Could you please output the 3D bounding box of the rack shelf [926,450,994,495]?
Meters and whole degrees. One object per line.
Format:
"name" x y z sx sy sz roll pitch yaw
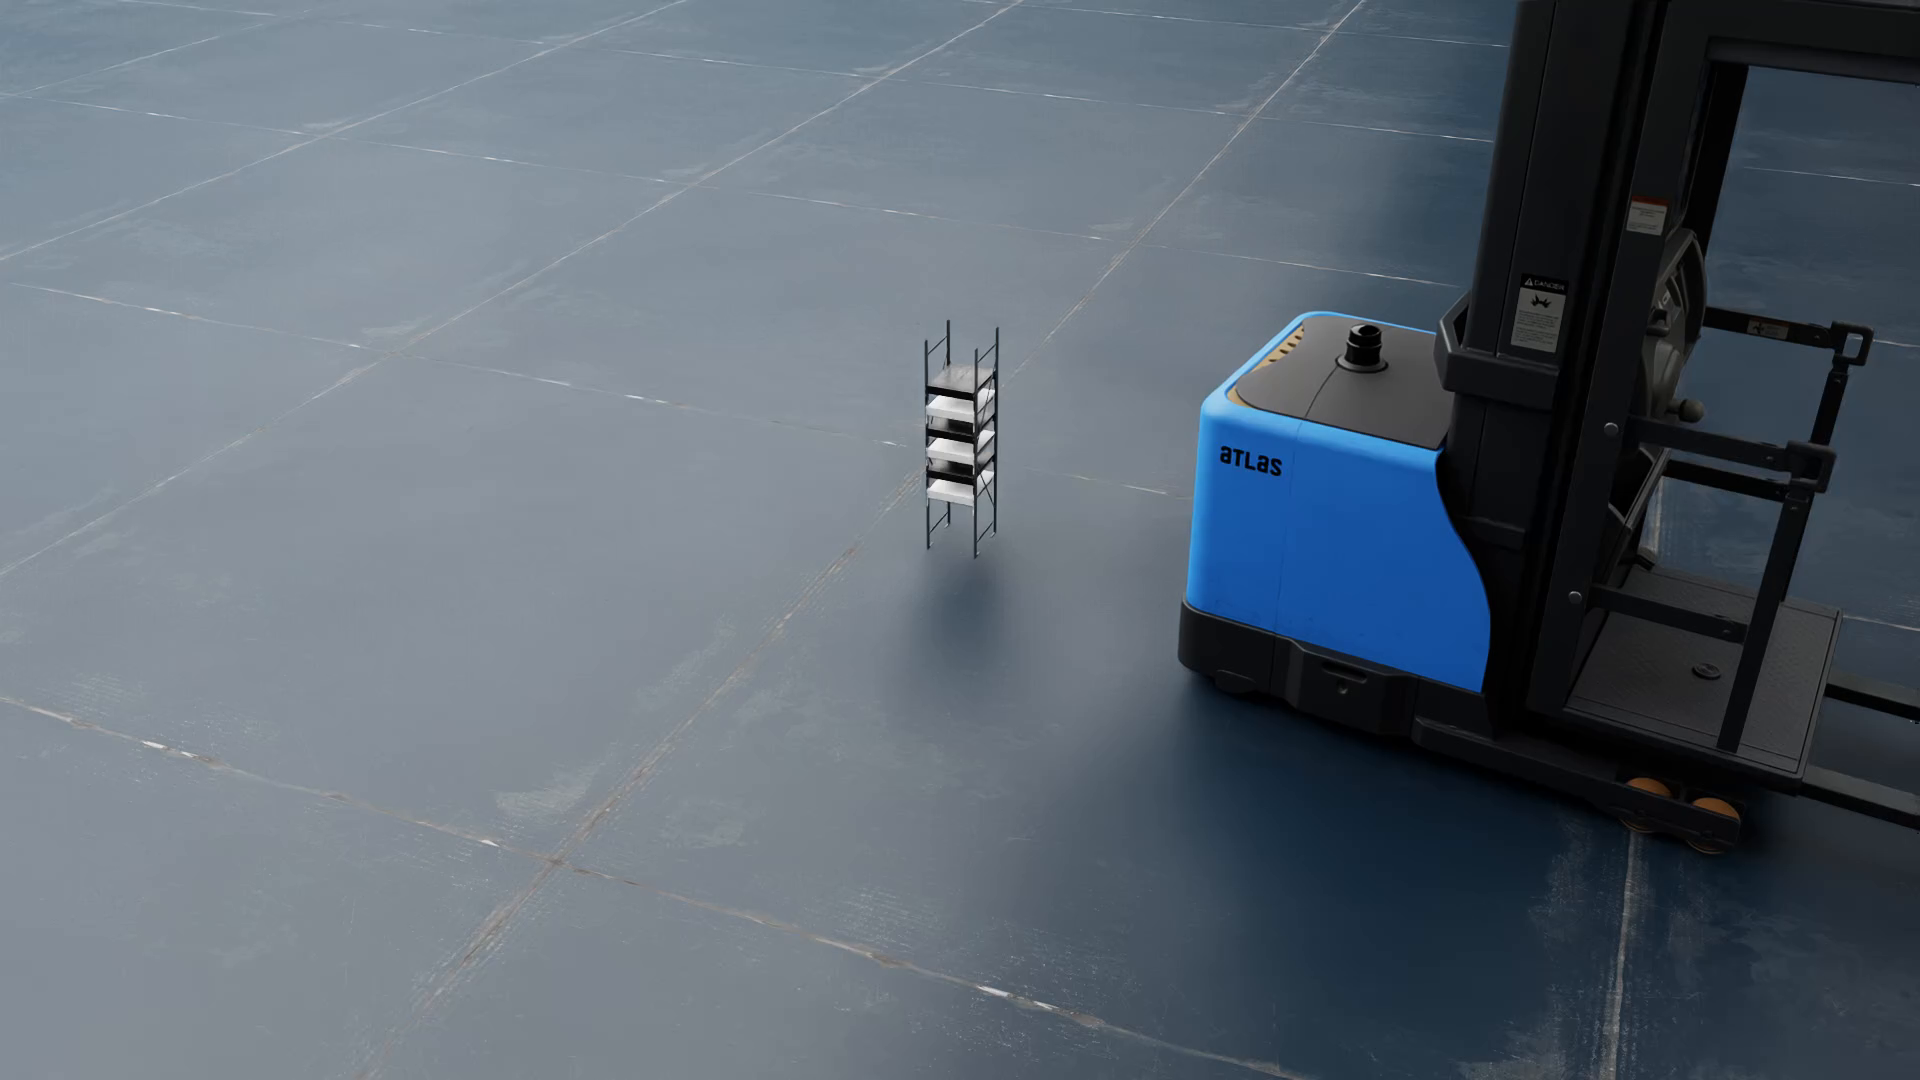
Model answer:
"rack shelf" 0.008 -0.283 6.587 0.200 0.077 0.258 11 31 19

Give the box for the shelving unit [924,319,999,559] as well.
"shelving unit" 0.008 -0.390 6.526 0.210 0.900 0.258 11 31 19

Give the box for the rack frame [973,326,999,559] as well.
"rack frame" 0.102 -0.371 6.493 0.006 0.900 0.240 11 31 19

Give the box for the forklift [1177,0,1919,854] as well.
"forklift" 2.298 -0.621 4.870 3.031 2.935 1.130 16 33 26

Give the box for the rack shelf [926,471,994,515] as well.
"rack shelf" 0.008 -0.205 6.631 0.200 0.077 0.258 11 31 19

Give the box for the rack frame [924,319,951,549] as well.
"rack frame" -0.087 -0.409 6.559 0.006 0.900 0.240 11 31 19

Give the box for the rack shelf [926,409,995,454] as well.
"rack shelf" 0.008 -0.440 6.498 0.200 0.077 0.258 11 31 19

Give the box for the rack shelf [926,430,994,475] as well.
"rack shelf" 0.008 -0.361 6.542 0.200 0.077 0.258 11 31 19

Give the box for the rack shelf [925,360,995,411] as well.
"rack shelf" 0.008 -0.596 6.409 0.200 0.077 0.258 11 31 19

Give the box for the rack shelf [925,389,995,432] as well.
"rack shelf" 0.008 -0.518 6.454 0.200 0.077 0.258 11 31 19
